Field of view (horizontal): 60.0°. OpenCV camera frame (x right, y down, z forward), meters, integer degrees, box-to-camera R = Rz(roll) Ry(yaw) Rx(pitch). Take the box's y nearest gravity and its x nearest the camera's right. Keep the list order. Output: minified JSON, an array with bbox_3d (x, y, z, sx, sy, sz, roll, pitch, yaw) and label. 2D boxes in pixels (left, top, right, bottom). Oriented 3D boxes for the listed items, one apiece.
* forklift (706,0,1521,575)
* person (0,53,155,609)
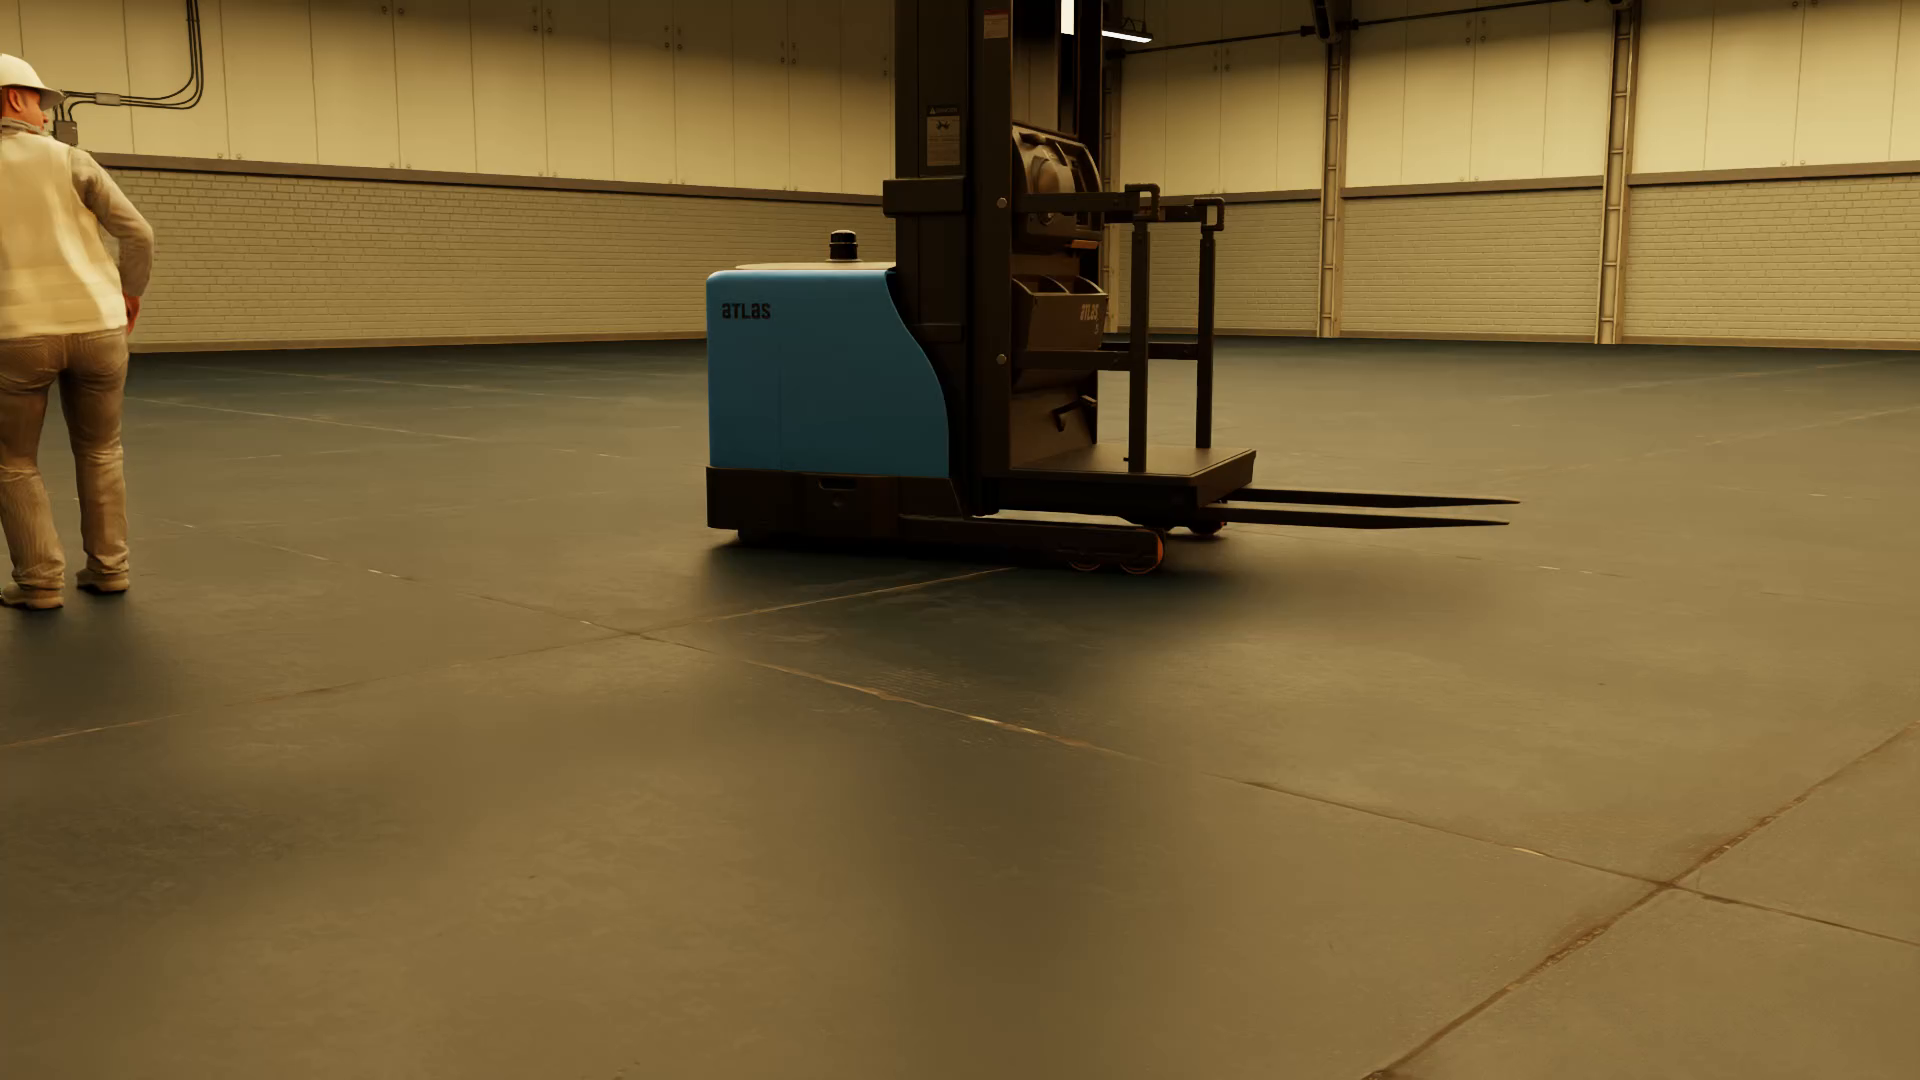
[{"bbox_3d":[0.565,-1.416,6.275,3.031,2.935,1.130,3,9,22],"label":"forklift"},{"bbox_3d":[-2.979,-0.663,5.320,0.728,1.740,0.515,-6,10,-35],"label":"person"}]
